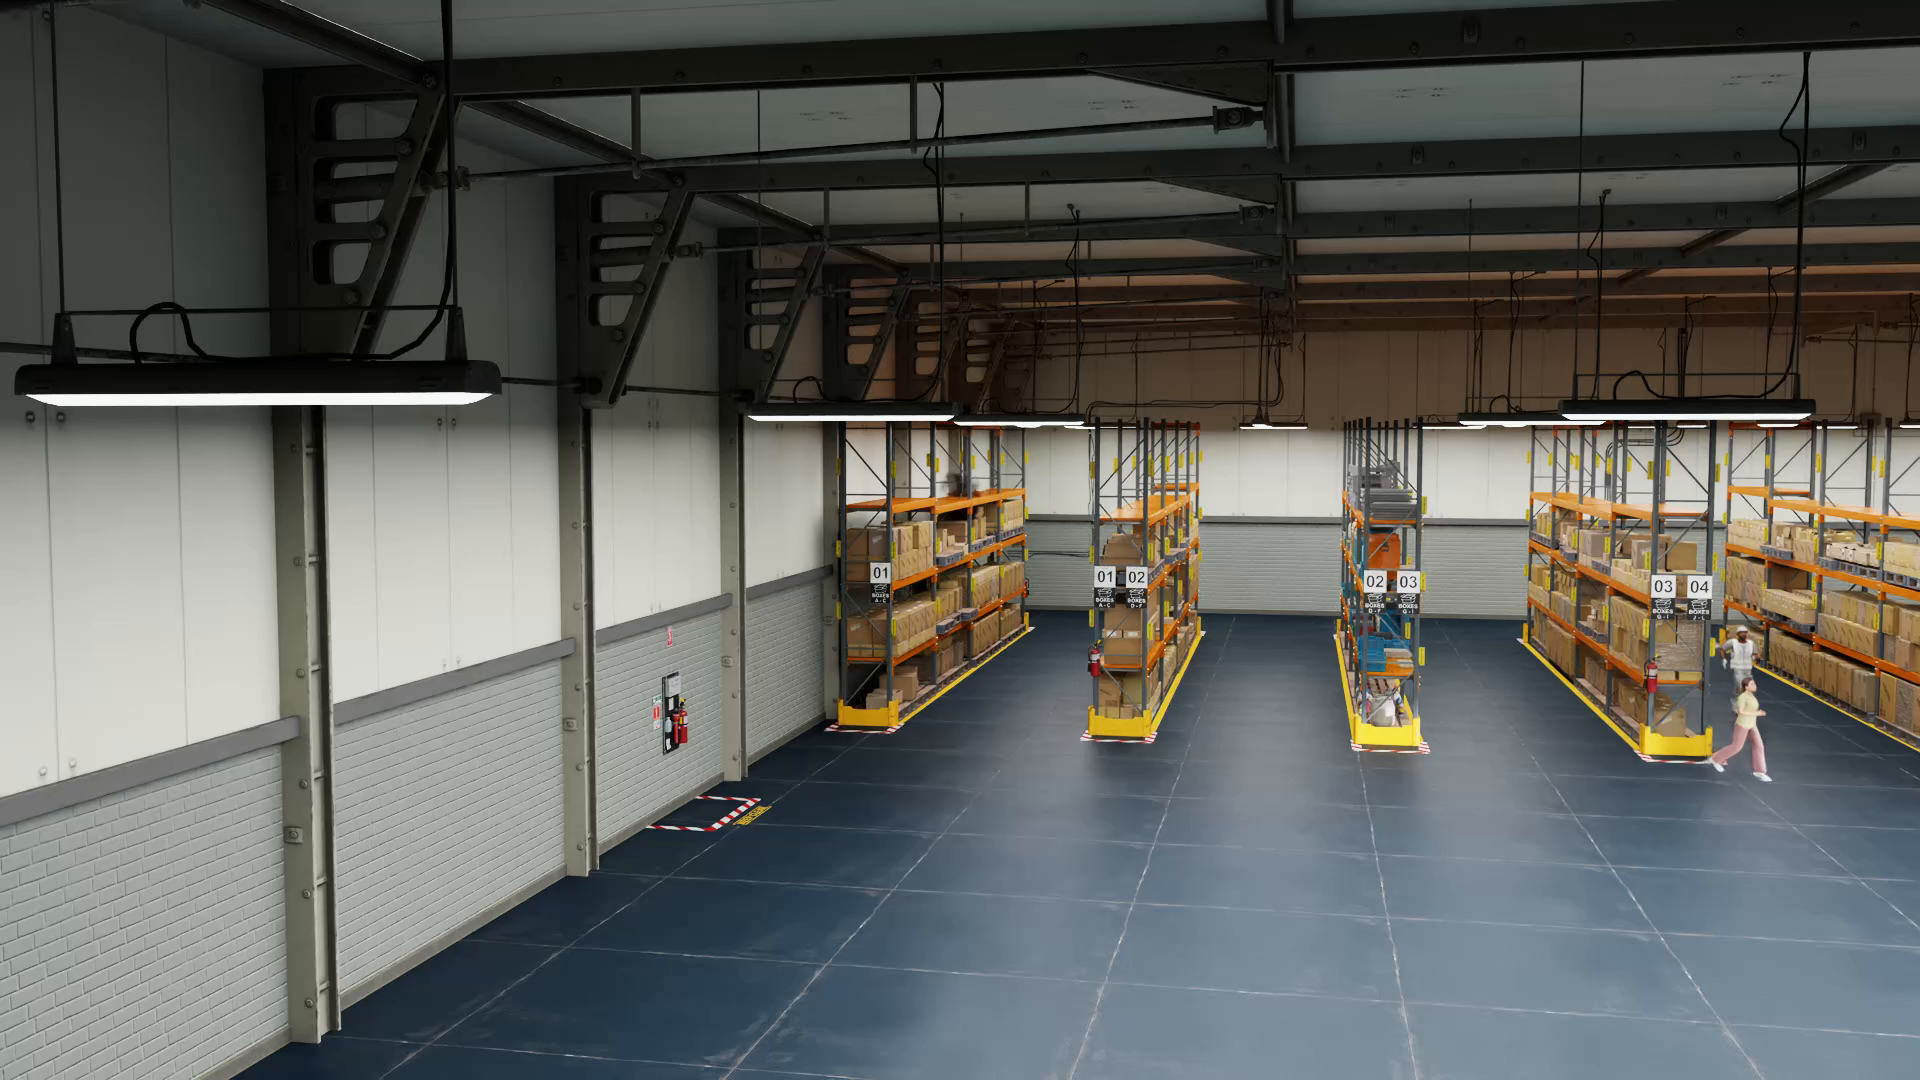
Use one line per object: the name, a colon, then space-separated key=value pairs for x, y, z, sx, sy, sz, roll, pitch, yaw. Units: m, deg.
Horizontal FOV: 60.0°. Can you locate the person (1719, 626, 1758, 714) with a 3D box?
person: x=15.892 y=2.641 z=33.804 sx=0.664 sy=1.784 sz=0.697 roll=0 pitch=4 yaw=0

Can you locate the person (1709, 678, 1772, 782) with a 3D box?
person: x=12.940 y=3.101 z=27.501 sx=0.584 sy=1.688 sz=0.968 roll=-3 pitch=5 yaw=-41
